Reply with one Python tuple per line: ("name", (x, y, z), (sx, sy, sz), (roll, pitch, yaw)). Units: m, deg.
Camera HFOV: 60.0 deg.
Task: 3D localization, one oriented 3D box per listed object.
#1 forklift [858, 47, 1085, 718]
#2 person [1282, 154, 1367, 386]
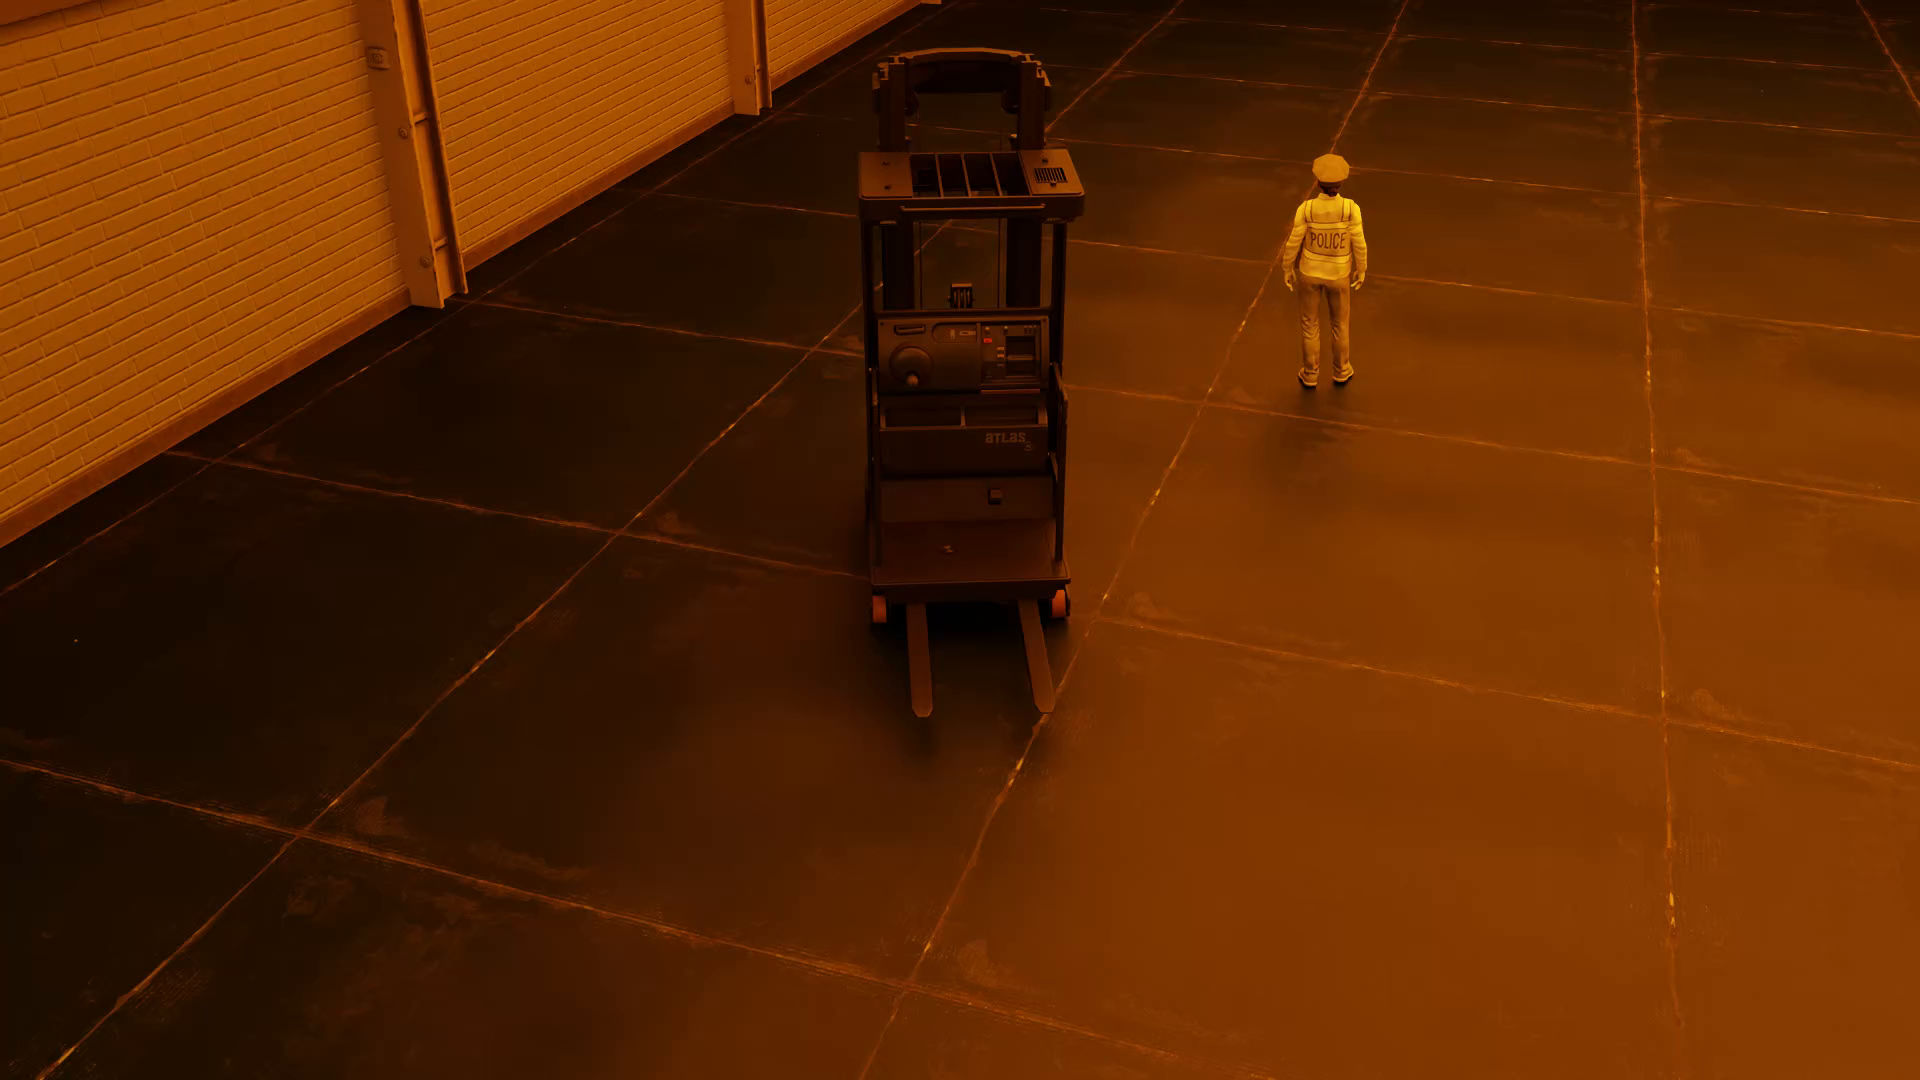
("forklift", (0.035, -0.972, 8.842), (1.130, 2.935, 3.031), (-2, 30, -3))
("person", (2.562, -1.894, 11.693), (0.588, 1.696, 0.534), (6, 30, 10))
